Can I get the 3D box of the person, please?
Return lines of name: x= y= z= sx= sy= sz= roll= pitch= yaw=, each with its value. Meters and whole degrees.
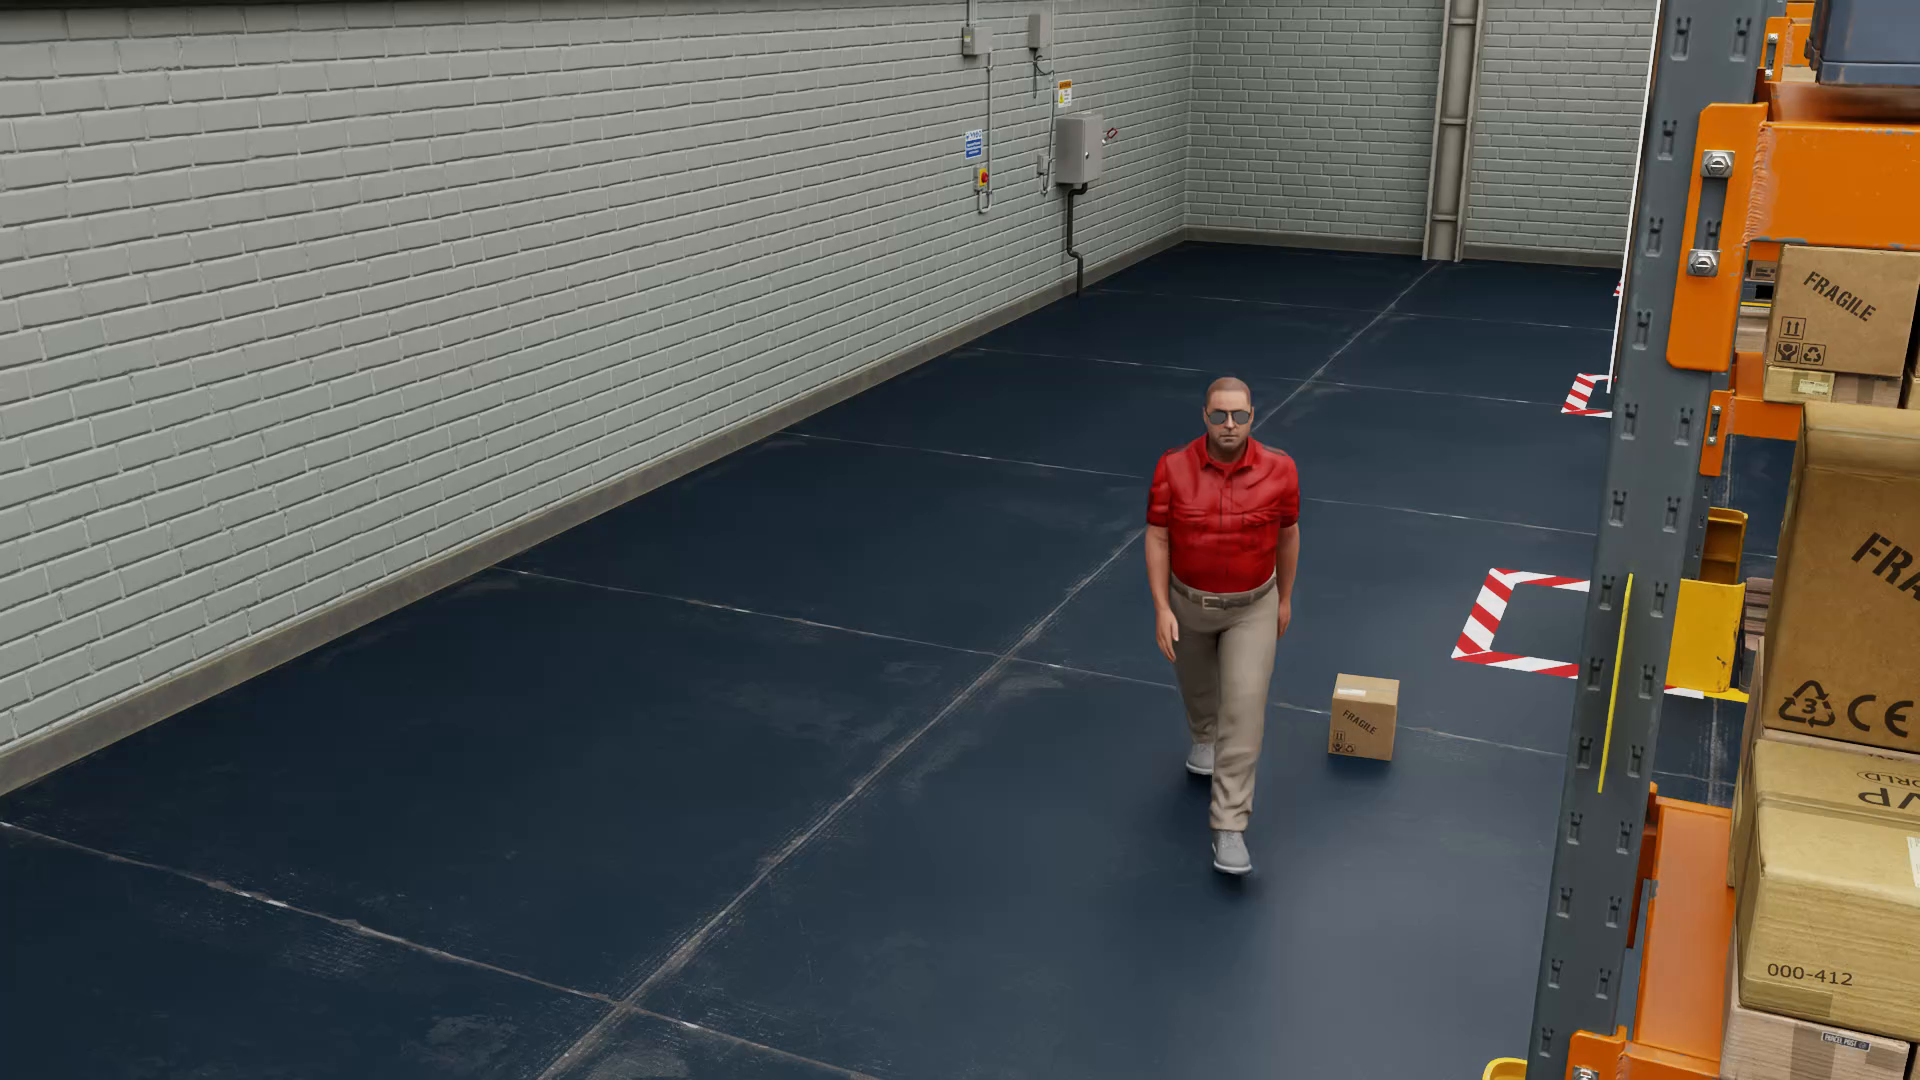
person: x=0.914 y=0.234 z=5.917 sx=0.534 sy=1.659 sz=1.088 roll=5 pitch=19 yaw=14
